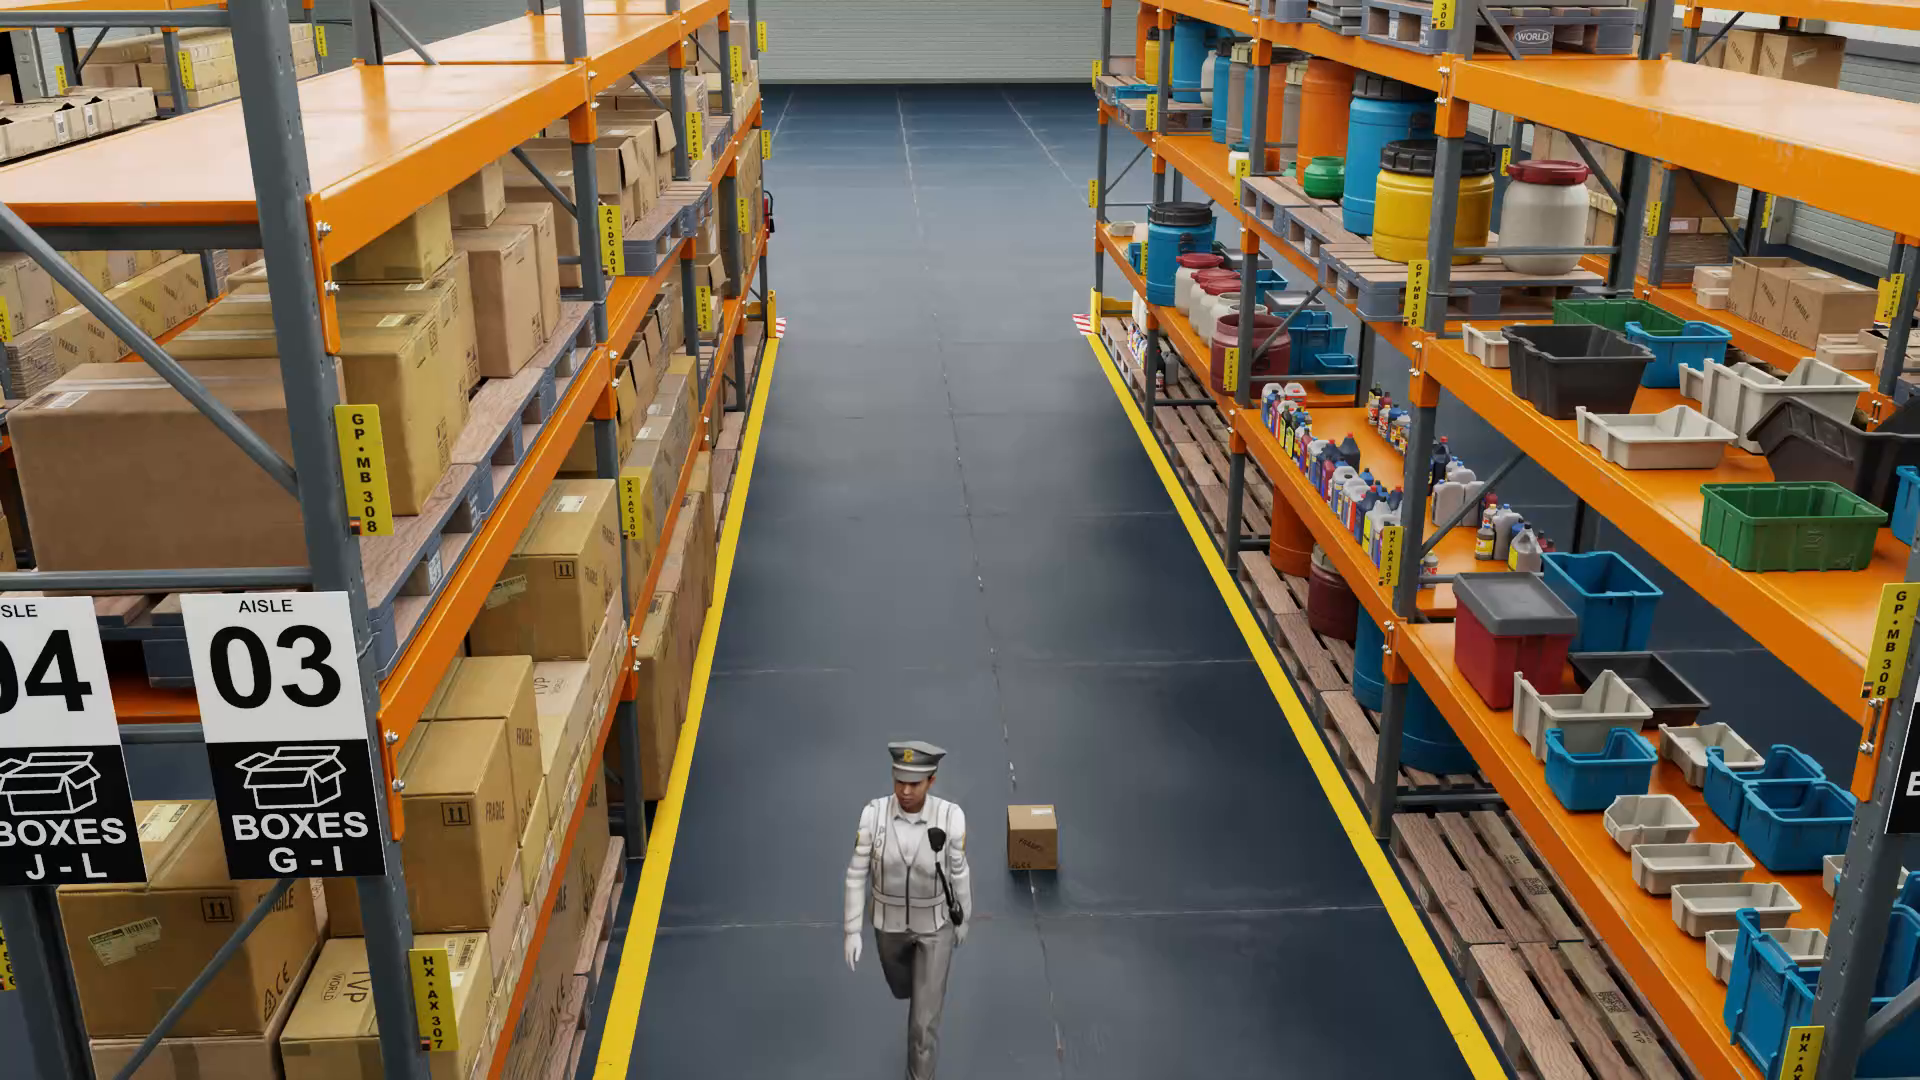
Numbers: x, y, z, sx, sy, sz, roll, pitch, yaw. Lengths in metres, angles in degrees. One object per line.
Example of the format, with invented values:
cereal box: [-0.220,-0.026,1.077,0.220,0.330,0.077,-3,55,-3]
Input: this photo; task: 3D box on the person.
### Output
person: [-0.215,1.556,6.870,0.501,1.639,0.988,3,21,8]
